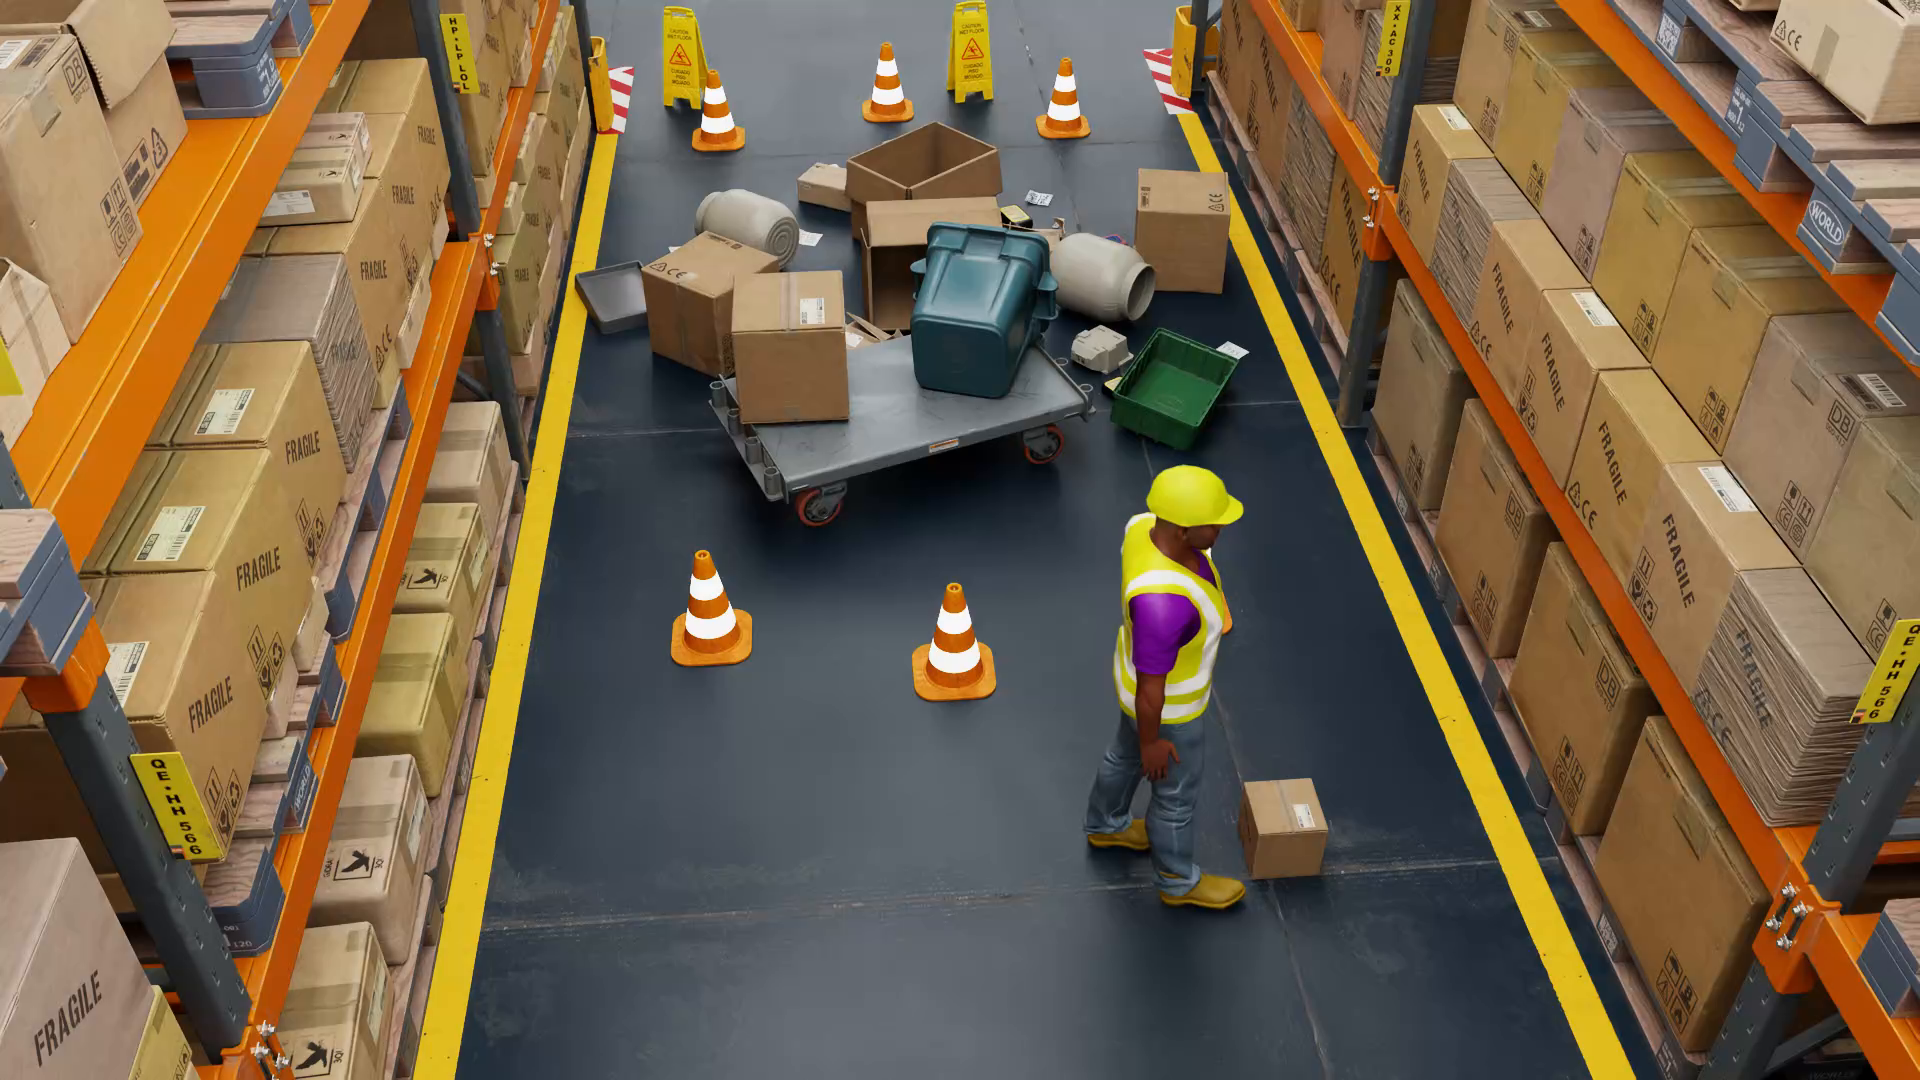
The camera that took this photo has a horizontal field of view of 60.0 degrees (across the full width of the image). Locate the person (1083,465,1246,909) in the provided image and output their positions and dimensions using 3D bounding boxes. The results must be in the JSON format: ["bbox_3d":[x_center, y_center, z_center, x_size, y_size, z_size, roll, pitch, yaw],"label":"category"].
[{"bbox_3d":[0.733,0.487,5.518,0.570,1.774,0.600,0,39,0],"label":"person"}]
